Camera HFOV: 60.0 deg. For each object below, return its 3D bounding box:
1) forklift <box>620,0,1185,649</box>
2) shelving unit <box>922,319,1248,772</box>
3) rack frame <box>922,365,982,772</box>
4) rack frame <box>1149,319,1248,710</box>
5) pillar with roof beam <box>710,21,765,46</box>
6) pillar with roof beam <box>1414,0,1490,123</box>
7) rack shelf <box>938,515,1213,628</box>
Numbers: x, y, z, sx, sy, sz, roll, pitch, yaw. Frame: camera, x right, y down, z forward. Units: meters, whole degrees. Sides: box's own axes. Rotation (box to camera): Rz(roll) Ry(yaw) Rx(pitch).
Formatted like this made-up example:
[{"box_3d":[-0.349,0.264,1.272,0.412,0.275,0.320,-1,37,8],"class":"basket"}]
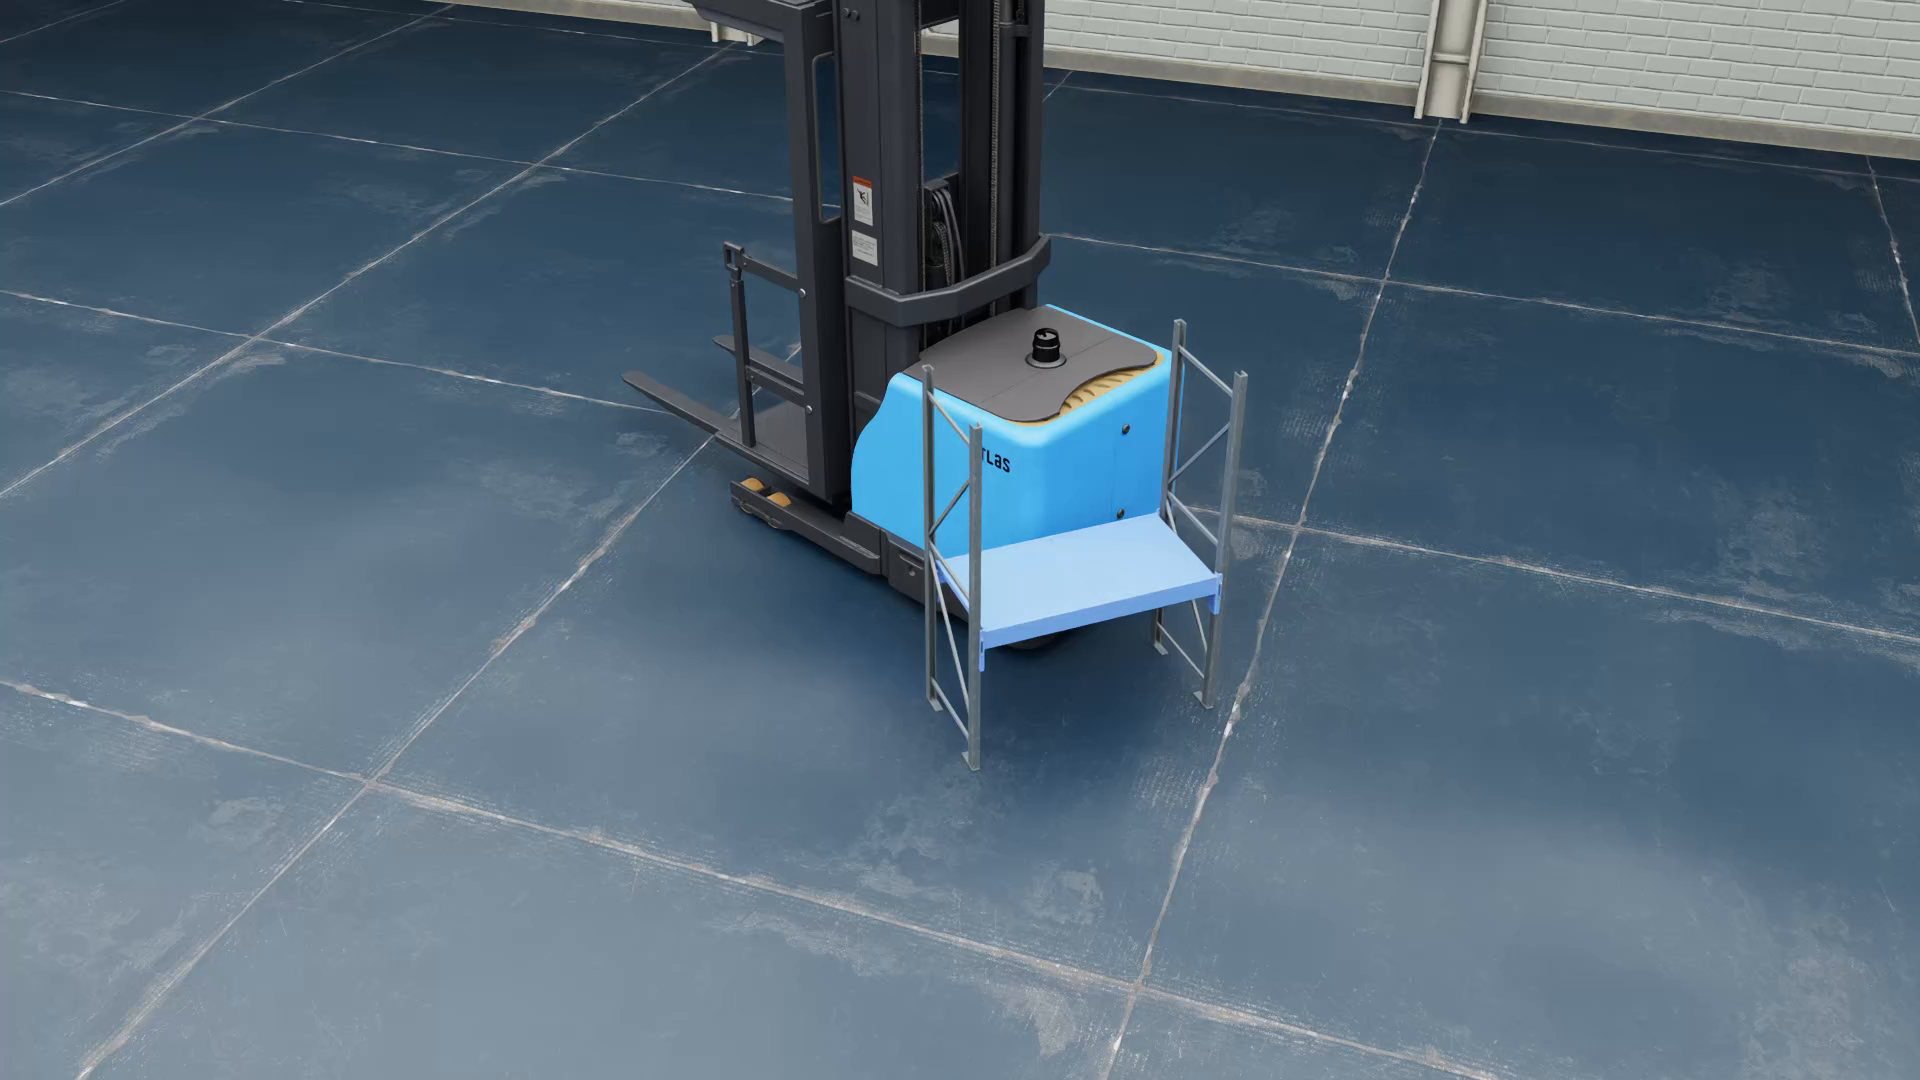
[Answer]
[{"box_3d":[-0.450,-1.466,7.319,3.031,2.935,1.130,28,42,36],"class":"forklift"},{"box_3d":[0.441,0.027,6.325,1.048,1.500,0.500,-12,35,-18],"class":"shelving unit"},{"box_3d":[-0.031,0.130,6.167,0.032,1.500,0.500,-12,35,-18],"class":"rack frame"},{"box_3d":[0.913,-0.075,6.484,0.032,1.500,0.500,-12,35,-18],"class":"rack frame"},{"box_3d":[-3.375,-5.966,8.695,0.400,9.000,9.100,11,34,16],"class":"pillar with roof beam"},{"box_3d":[2.274,-4.868,6.994,0.400,9.000,9.100,11,34,16],"class":"pillar with roof beam"},{"box_3d":[0.441,0.137,6.396,0.952,0.062,0.459,-12,35,-18],"class":"rack shelf"}]
